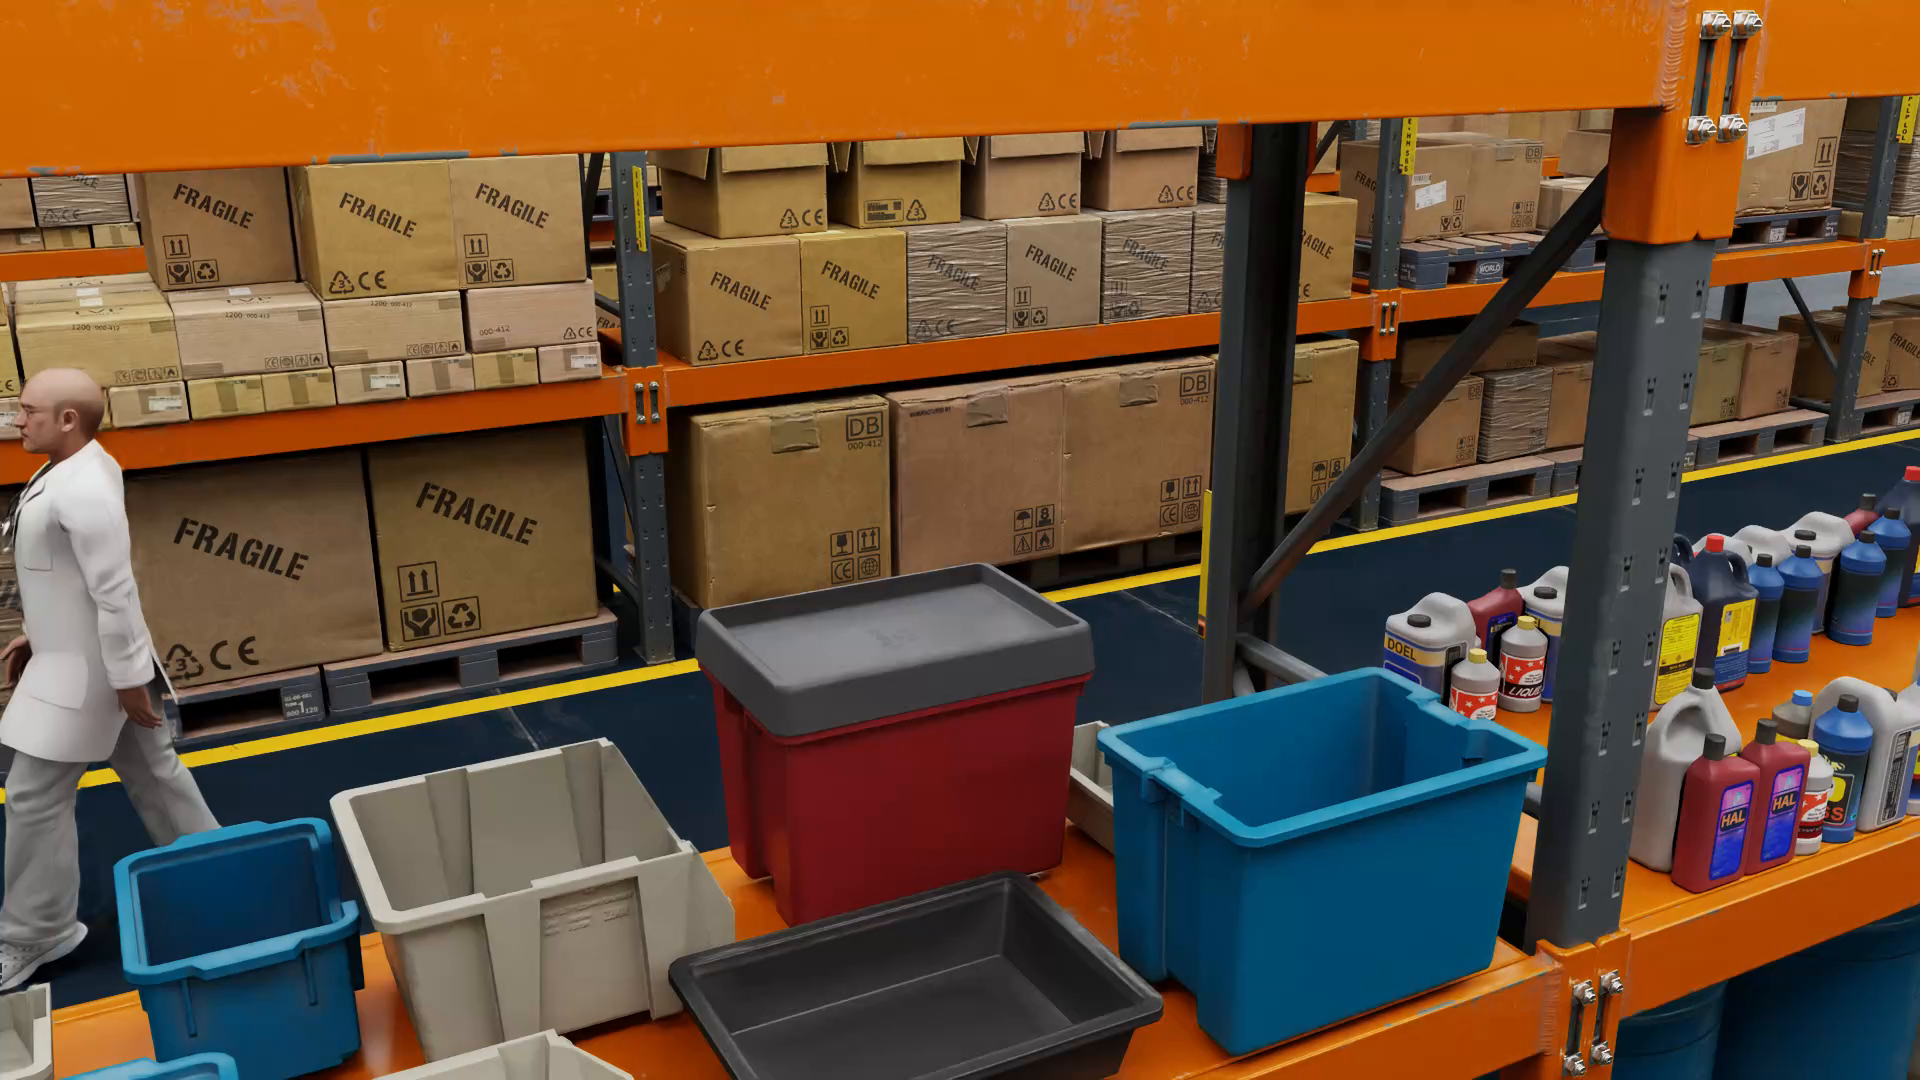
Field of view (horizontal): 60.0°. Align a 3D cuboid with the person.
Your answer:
[{"bbox_3d":[-2.640,0.398,4.902,0.797,1.823,0.573,-7,20,-21],"label":"person"}]
